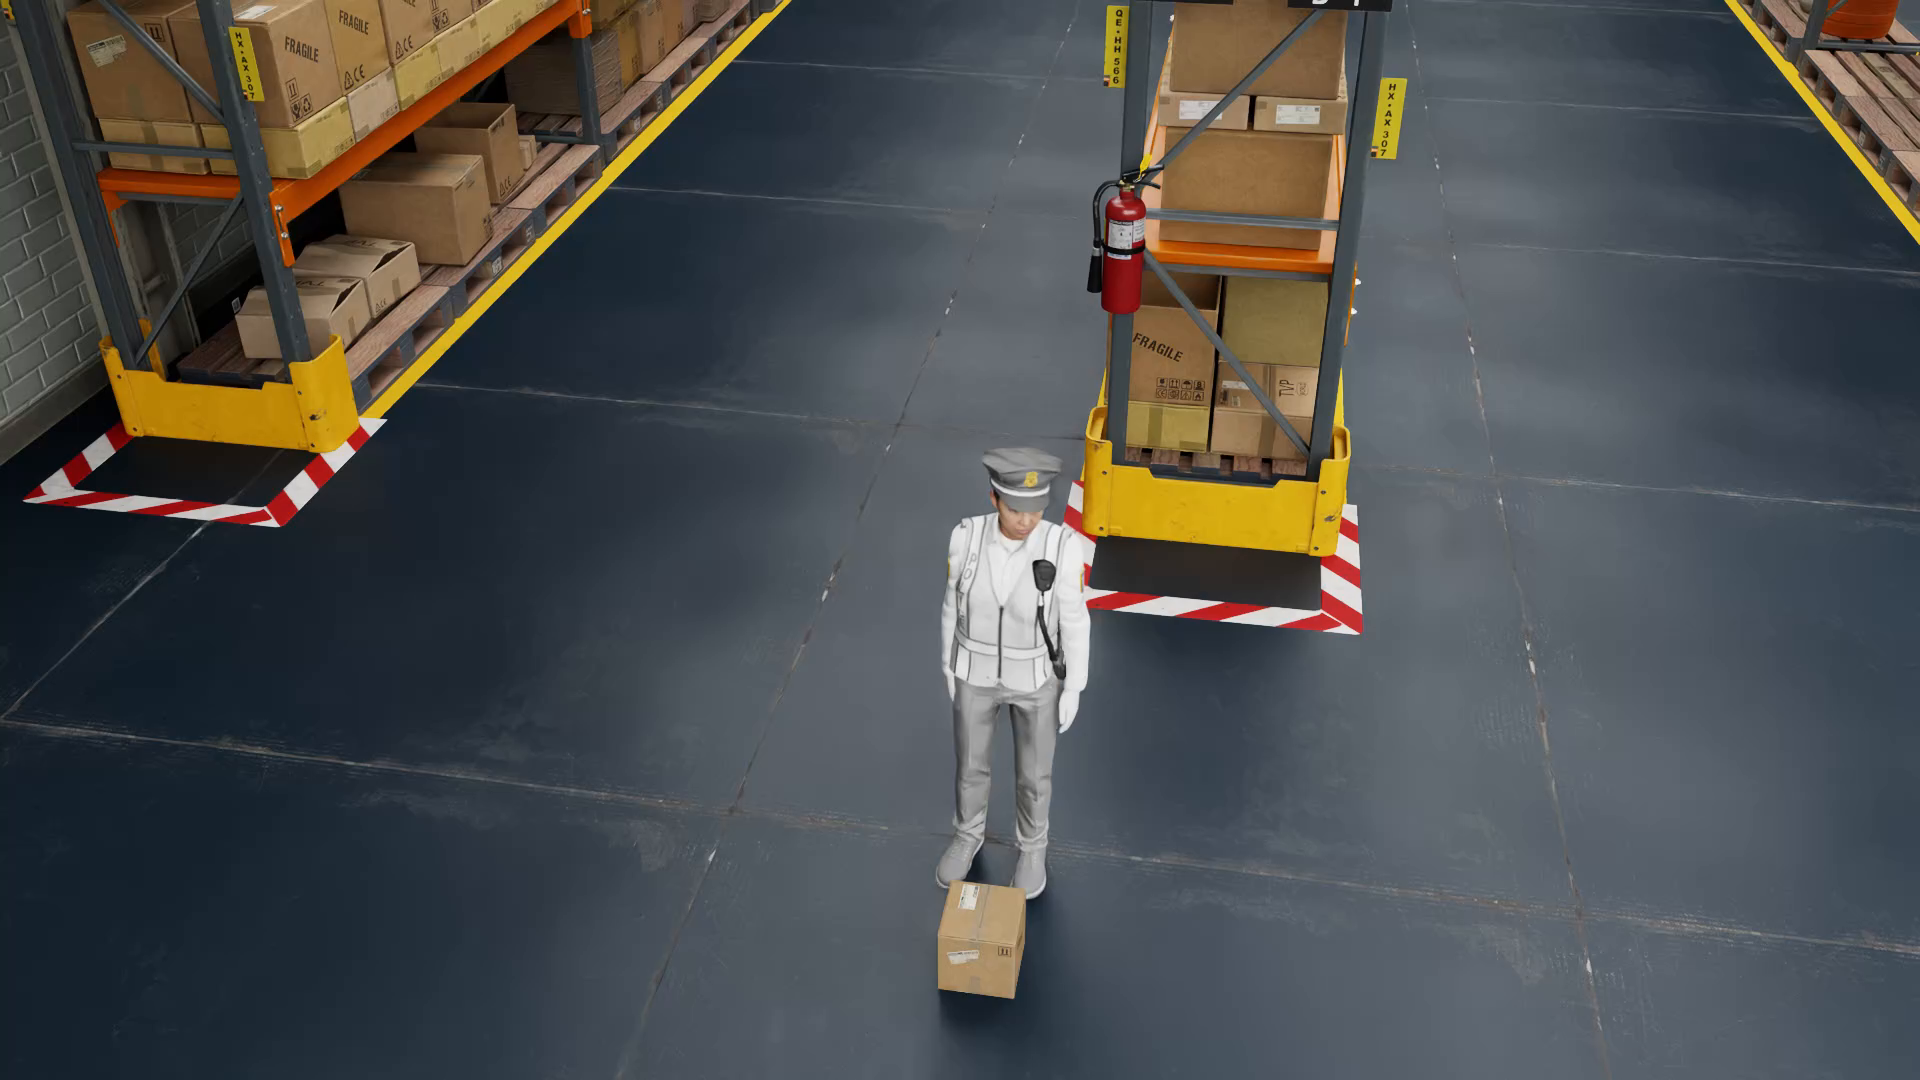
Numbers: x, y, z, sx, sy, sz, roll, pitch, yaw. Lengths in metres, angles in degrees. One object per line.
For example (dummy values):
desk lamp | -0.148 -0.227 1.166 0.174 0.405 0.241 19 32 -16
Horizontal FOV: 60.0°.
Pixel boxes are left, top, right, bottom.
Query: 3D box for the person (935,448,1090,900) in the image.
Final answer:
person | 0.168 0.461 5.419 0.494 1.692 0.329 6 33 9
